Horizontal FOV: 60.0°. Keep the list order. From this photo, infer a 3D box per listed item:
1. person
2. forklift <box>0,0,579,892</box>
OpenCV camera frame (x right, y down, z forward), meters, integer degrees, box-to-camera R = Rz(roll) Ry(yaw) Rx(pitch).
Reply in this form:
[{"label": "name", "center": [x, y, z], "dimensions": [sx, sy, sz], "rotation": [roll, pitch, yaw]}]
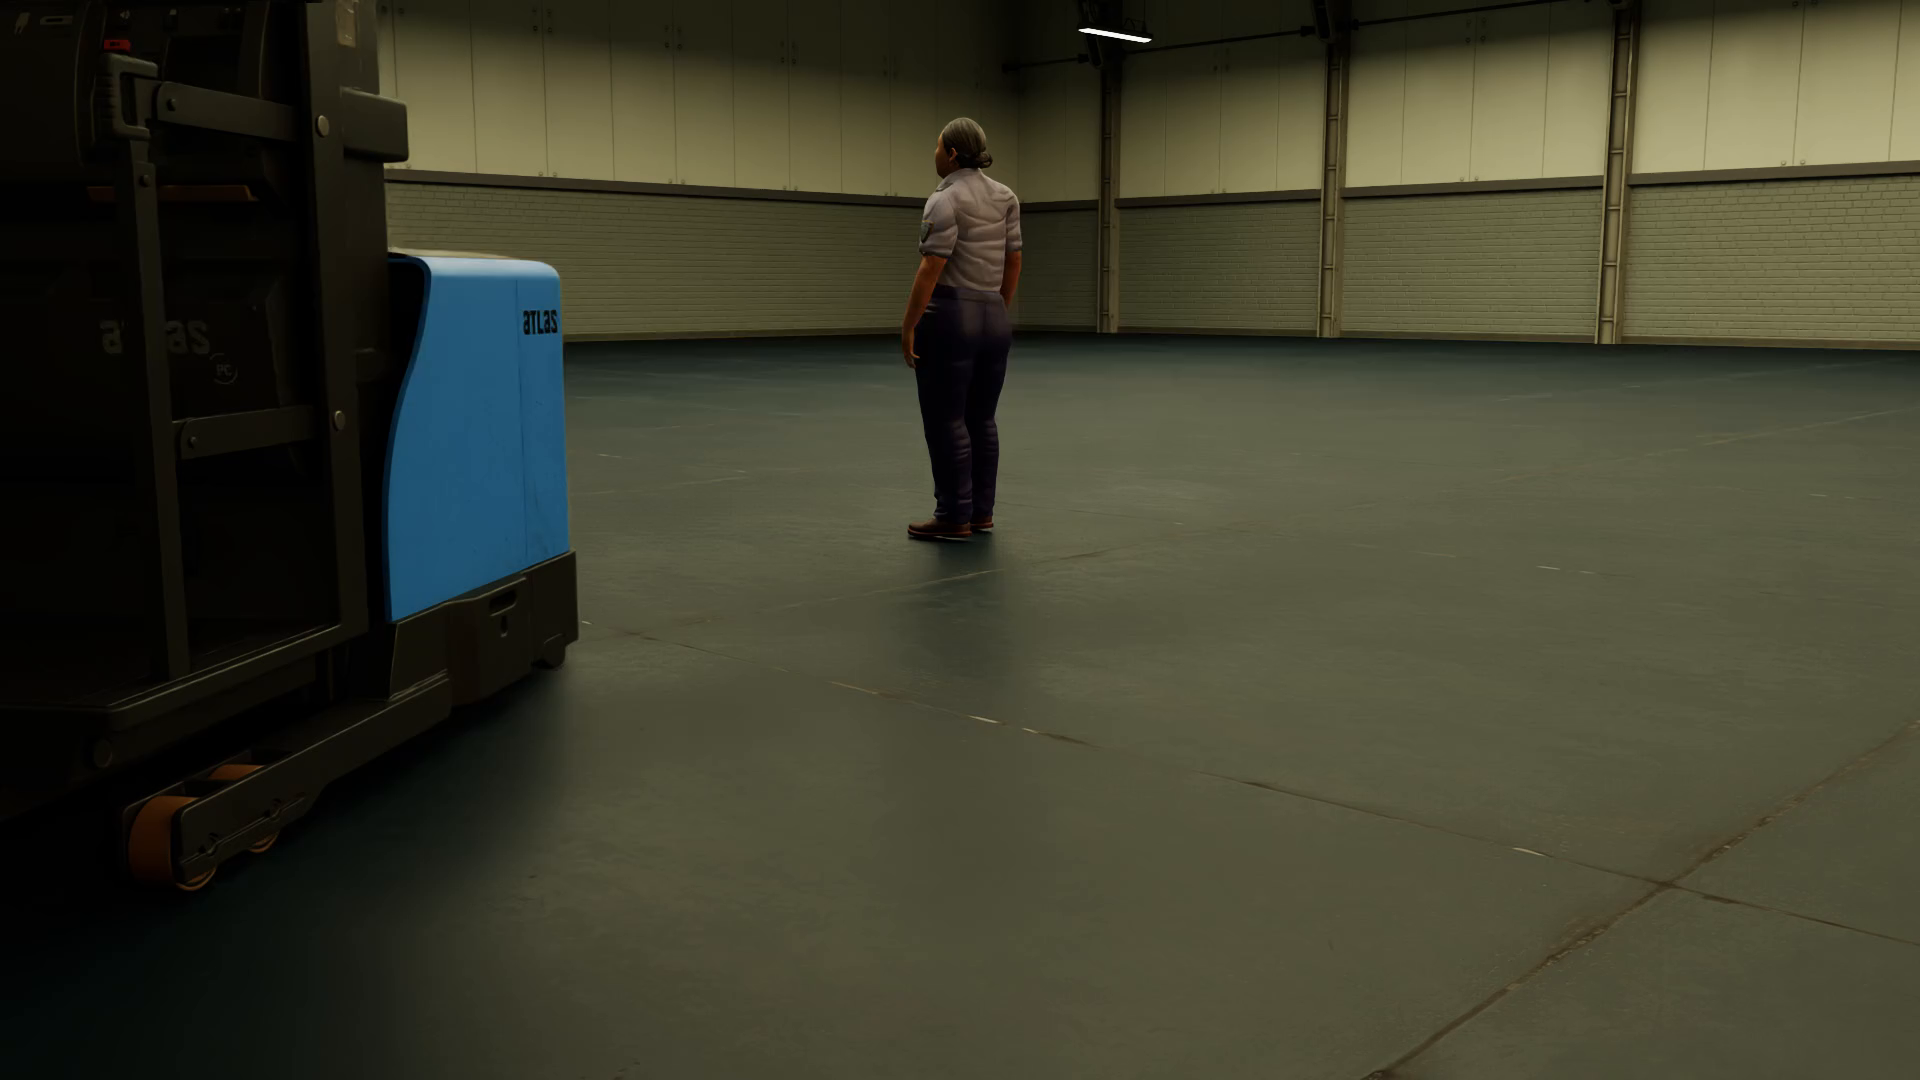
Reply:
[{"label": "person", "center": [-0.049, -0.833, 6.672], "dimensions": [0.502, 1.651, 0.598], "rotation": [8, 12, 43]}, {"label": "forklift", "center": [-1.764, -0.914, 2.943], "dimensions": [1.130, 2.935, 3.031], "rotation": [1, 9, 9]}]
